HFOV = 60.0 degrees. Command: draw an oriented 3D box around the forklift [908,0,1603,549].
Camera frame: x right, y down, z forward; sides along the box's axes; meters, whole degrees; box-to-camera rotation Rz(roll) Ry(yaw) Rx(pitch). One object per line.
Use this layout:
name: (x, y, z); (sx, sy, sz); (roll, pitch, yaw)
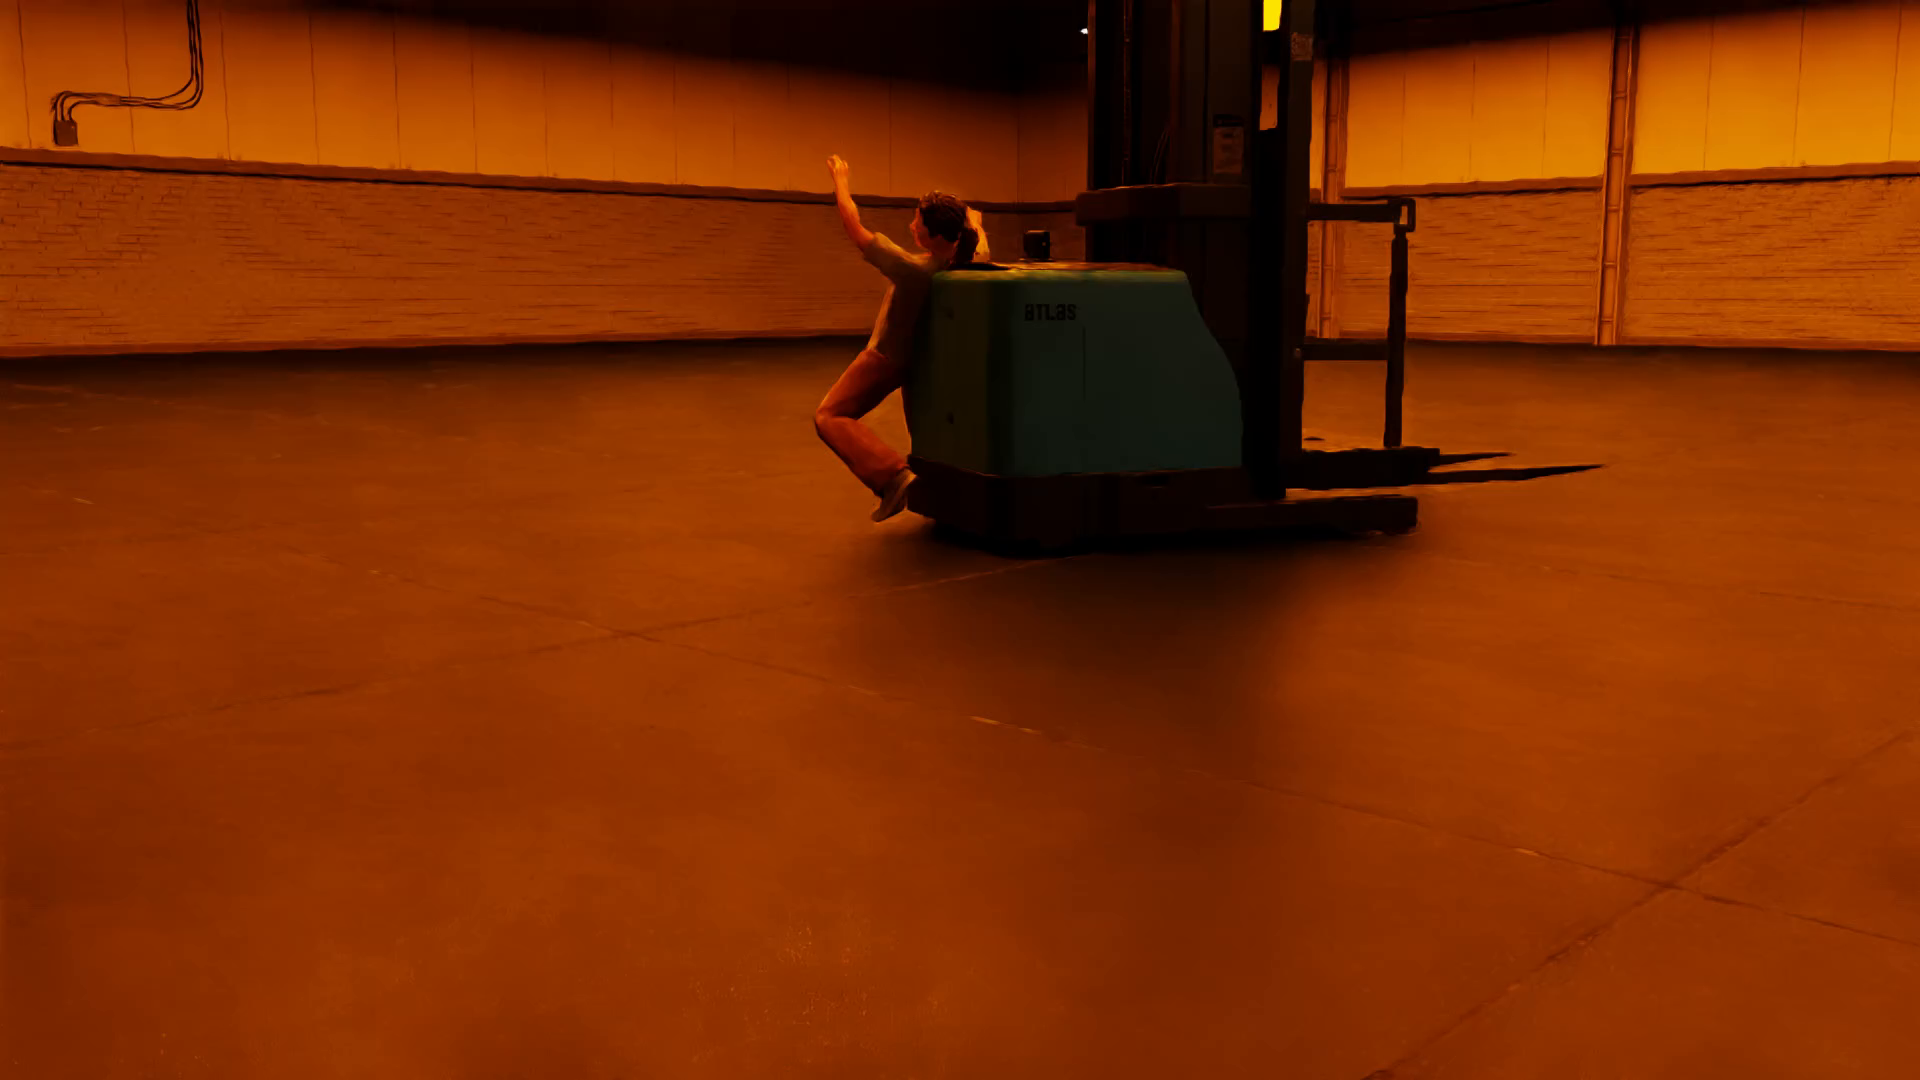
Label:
forklift: (1.348, -1.528, 7.019); (3.031, 2.935, 1.130); (-3, 9, -21)

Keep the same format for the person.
person: (-0.092, -0.846, 7.071); (0.654, 1.541, 0.951); (8, 12, 42)
